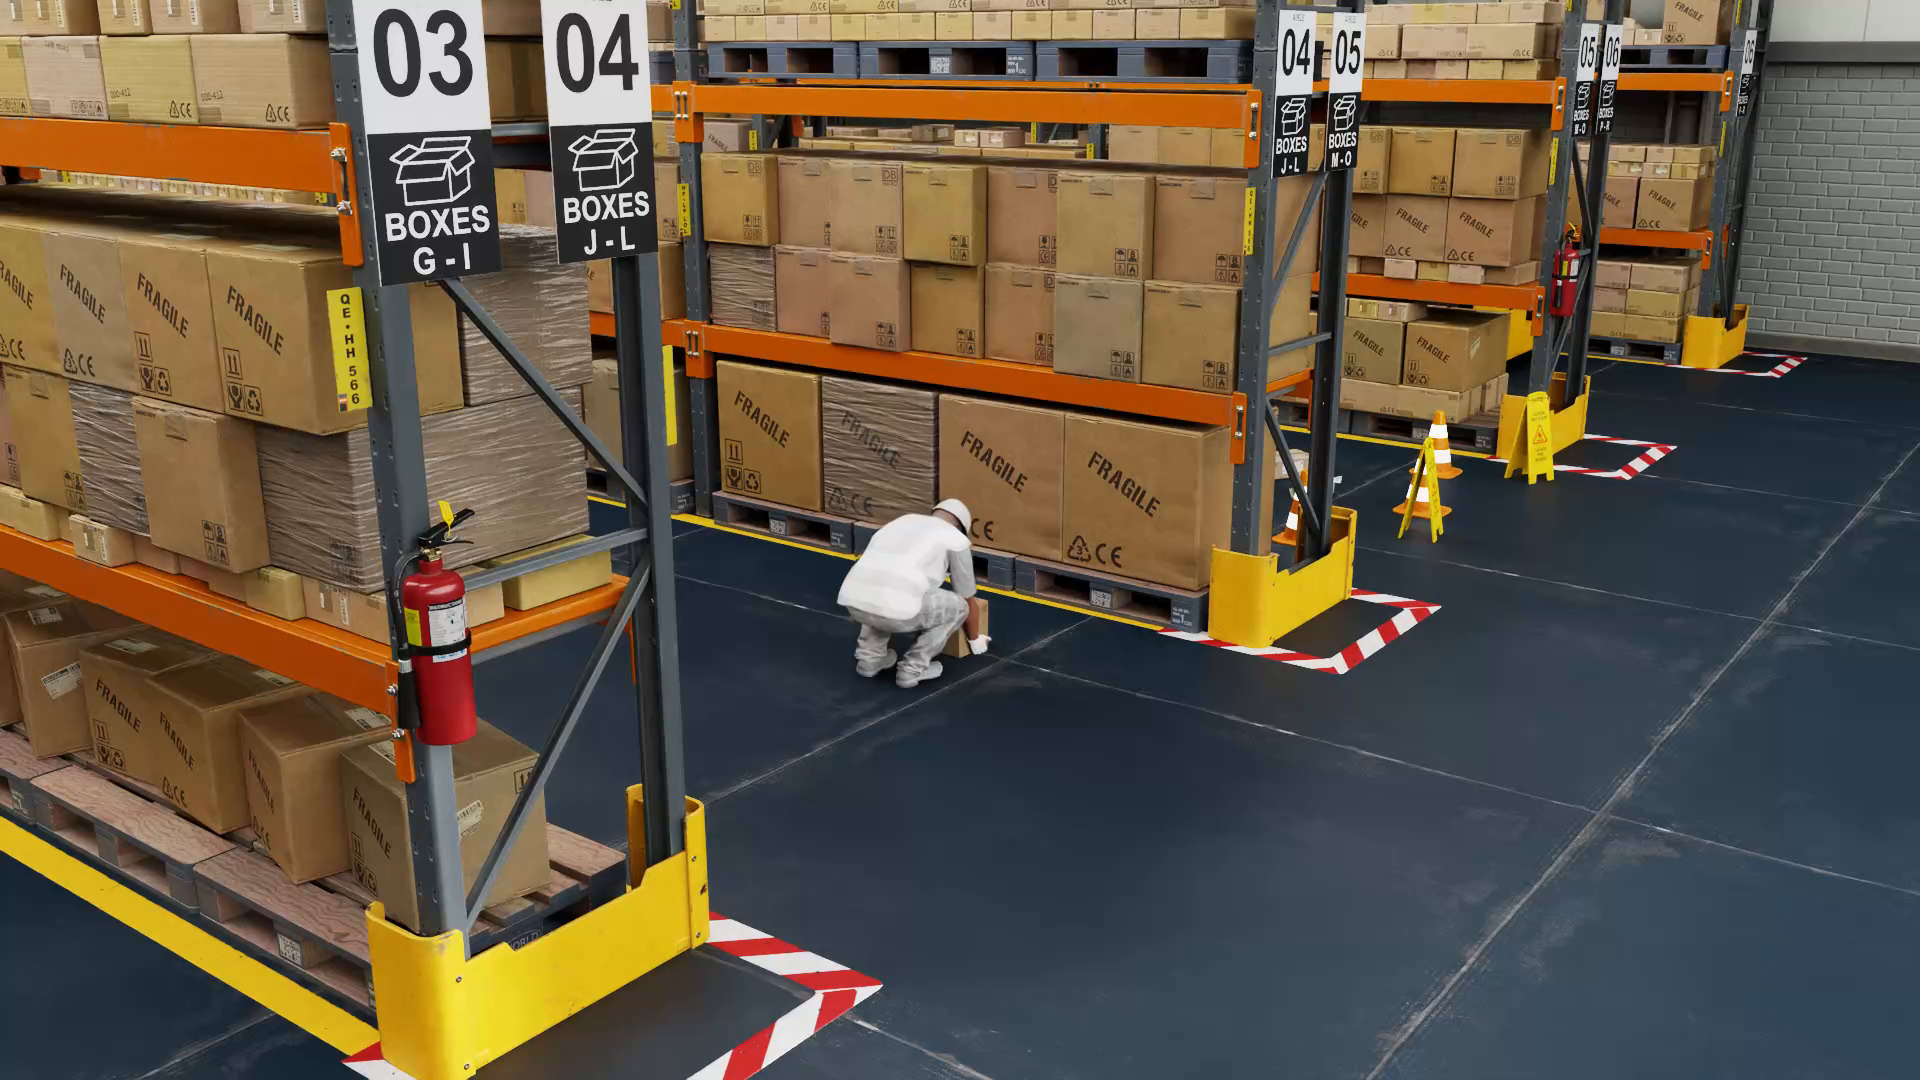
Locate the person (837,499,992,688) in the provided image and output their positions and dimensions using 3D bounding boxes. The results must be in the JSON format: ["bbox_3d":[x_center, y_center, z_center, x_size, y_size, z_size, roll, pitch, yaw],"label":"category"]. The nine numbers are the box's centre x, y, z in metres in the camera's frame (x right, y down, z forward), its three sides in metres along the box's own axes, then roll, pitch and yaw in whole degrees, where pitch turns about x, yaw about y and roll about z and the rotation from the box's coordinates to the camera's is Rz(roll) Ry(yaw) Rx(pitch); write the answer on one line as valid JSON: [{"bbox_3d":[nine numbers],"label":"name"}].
[{"bbox_3d":[-0.236,0.299,8.409,0.568,0.873,0.949,11,20,34],"label":"person"}]
